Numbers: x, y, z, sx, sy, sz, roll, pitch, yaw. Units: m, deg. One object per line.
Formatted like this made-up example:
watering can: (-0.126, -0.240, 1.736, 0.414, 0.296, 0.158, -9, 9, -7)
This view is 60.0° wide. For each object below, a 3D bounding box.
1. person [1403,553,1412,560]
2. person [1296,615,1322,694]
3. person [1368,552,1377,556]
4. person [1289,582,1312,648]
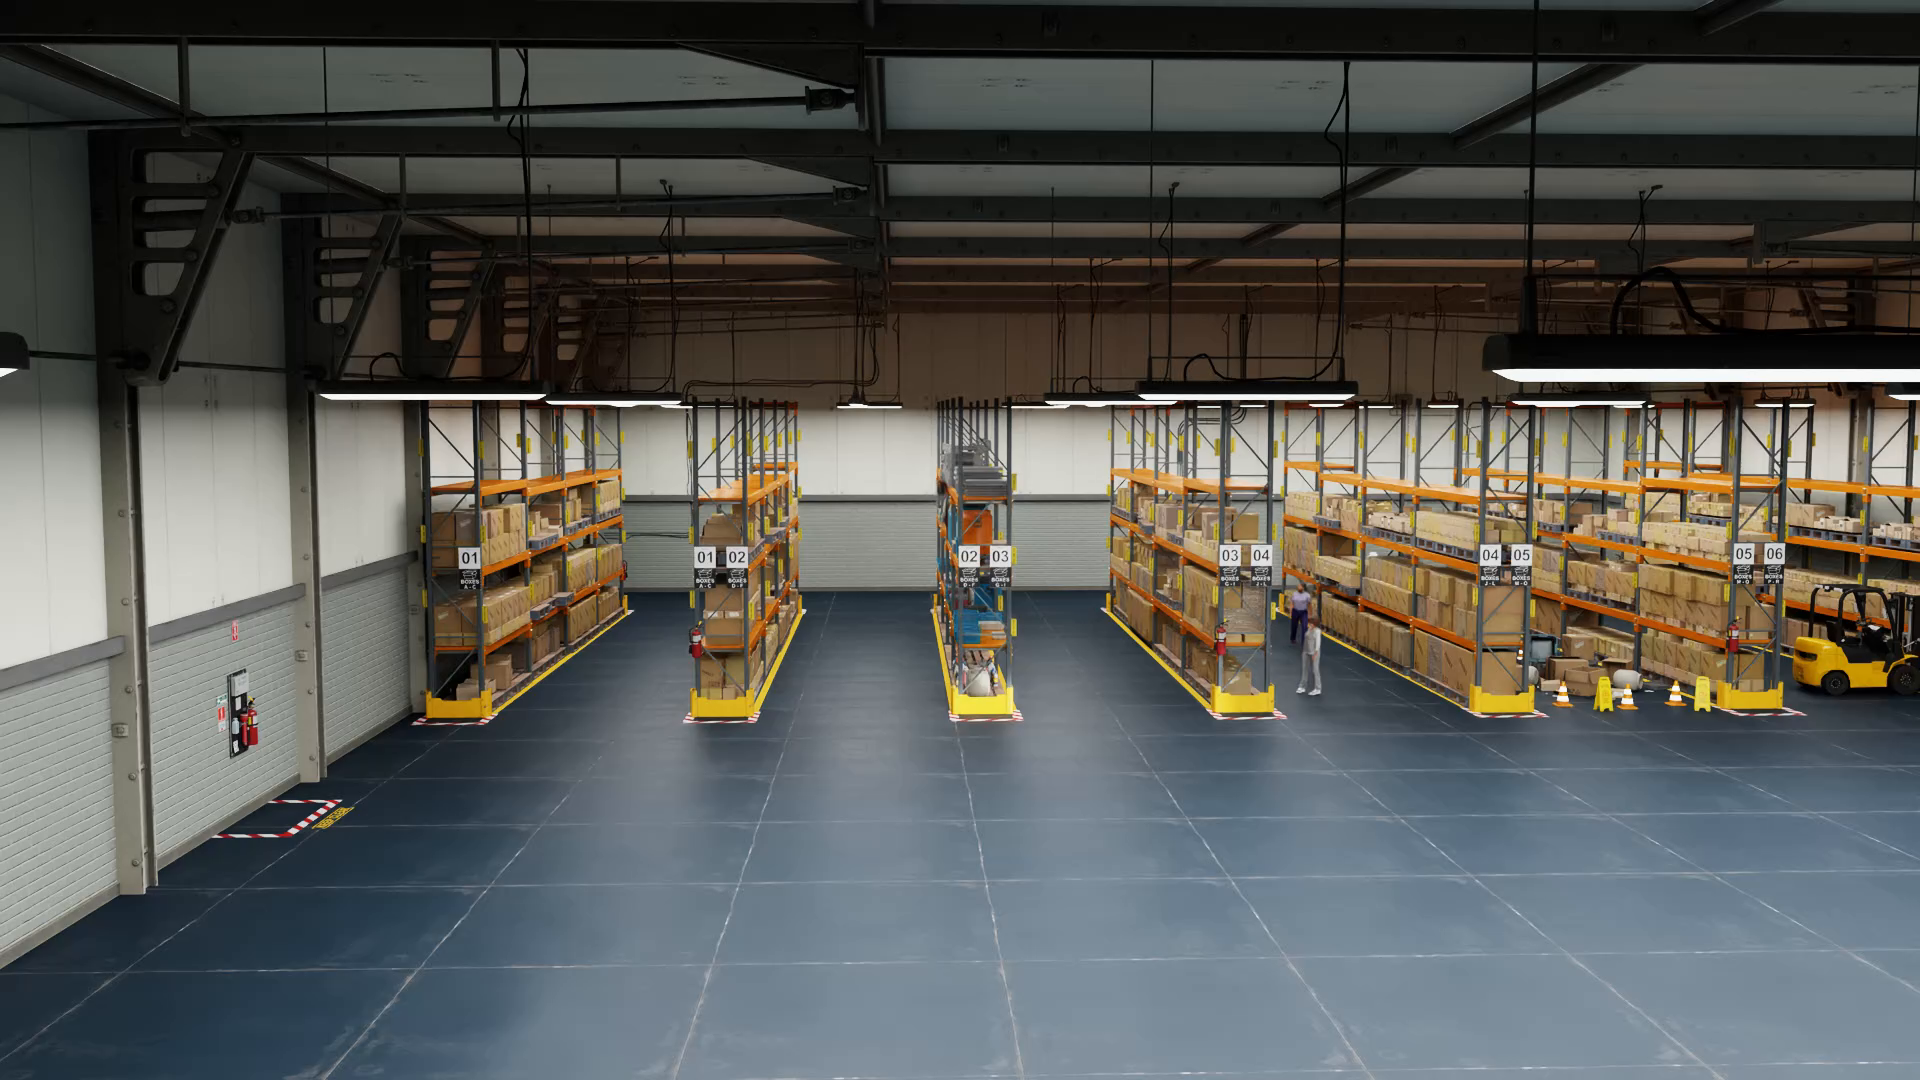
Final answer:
person: (13.802, 0.891, 51.154, 0.828, 1.747, 0.632, -1, 5, -18)
person: (7.073, 2.325, 33.669, 0.416, 1.581, 0.480, -3, 5, -36)
person: (11.573, 1.226, 46.876, 0.477, 1.776, 0.582, 1, 4, 7)
person: (8.257, 1.815, 40.329, 0.579, 1.592, 0.929, 0, 4, 4)
